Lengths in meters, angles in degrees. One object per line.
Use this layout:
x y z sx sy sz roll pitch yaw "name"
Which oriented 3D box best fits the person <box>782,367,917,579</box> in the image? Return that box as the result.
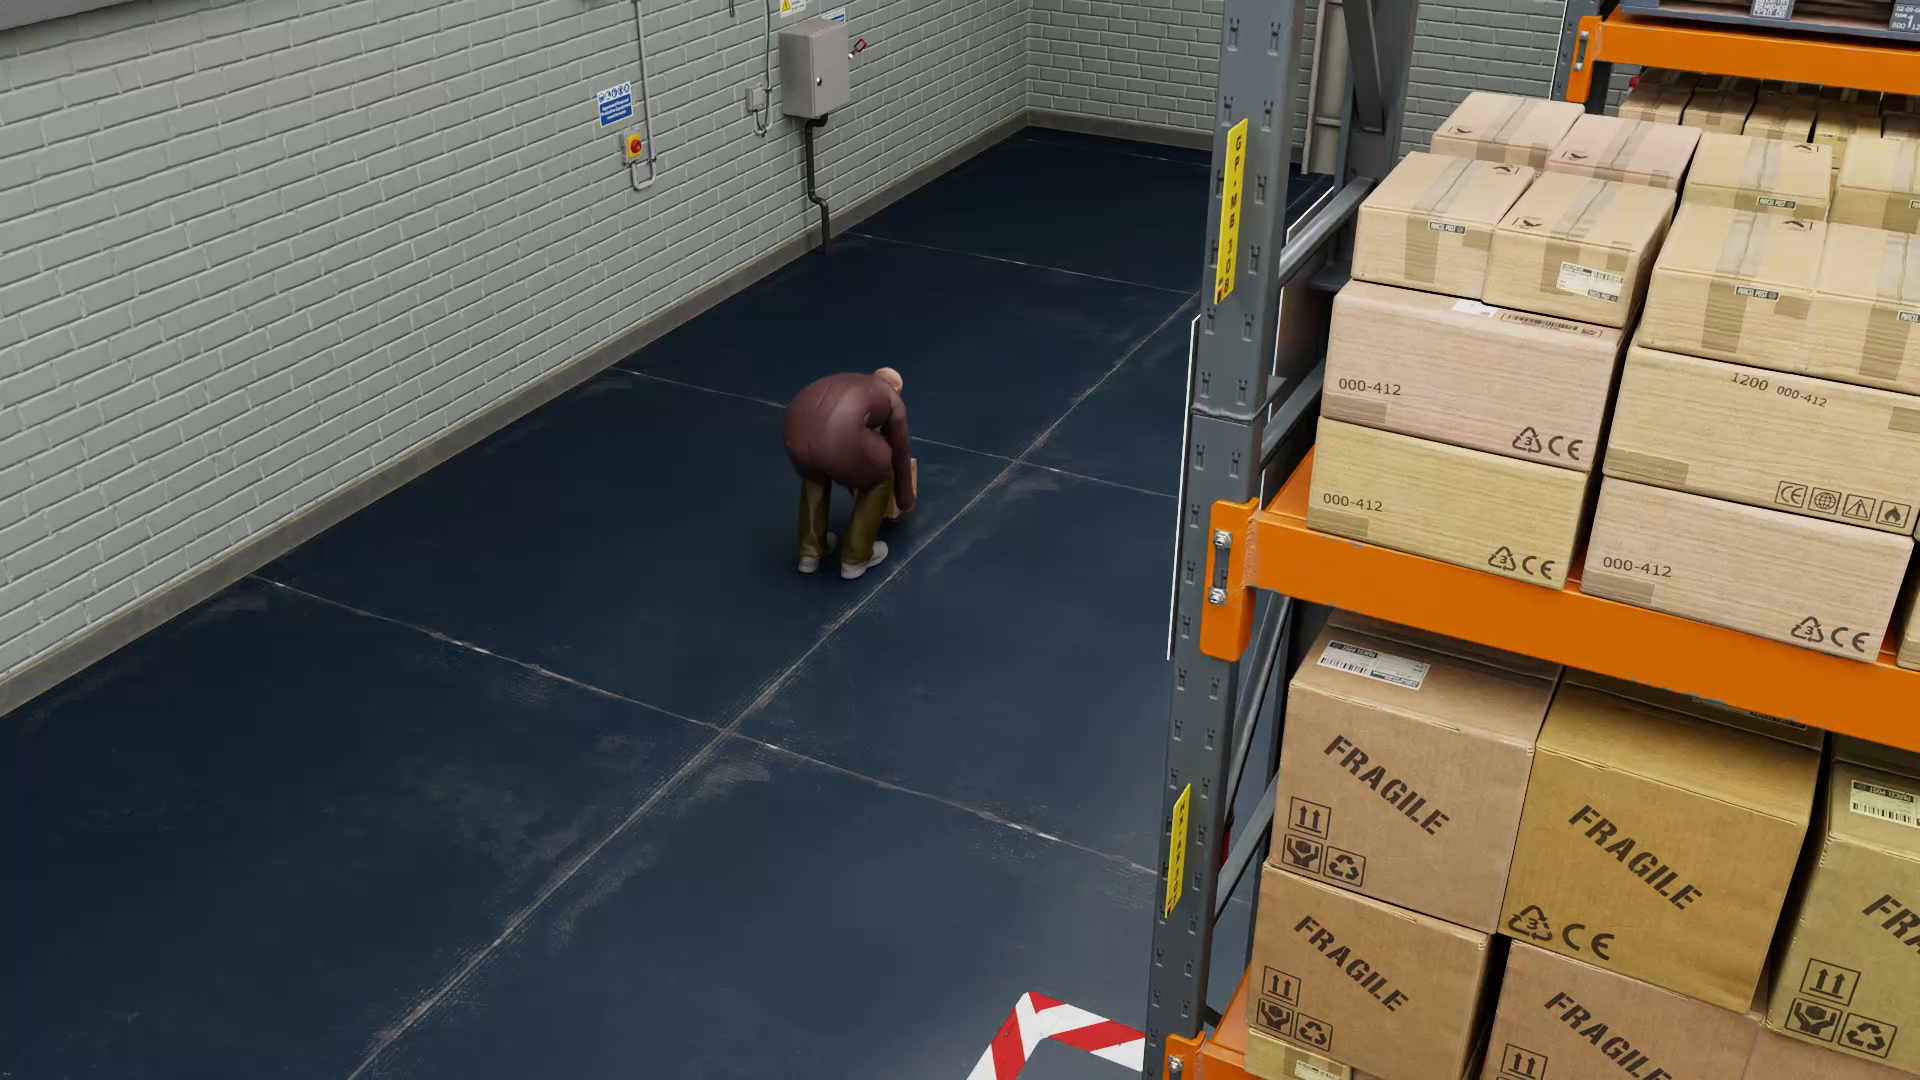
-0.549 -0.410 8.594 0.582 1.051 0.946 13 32 21 "person"
